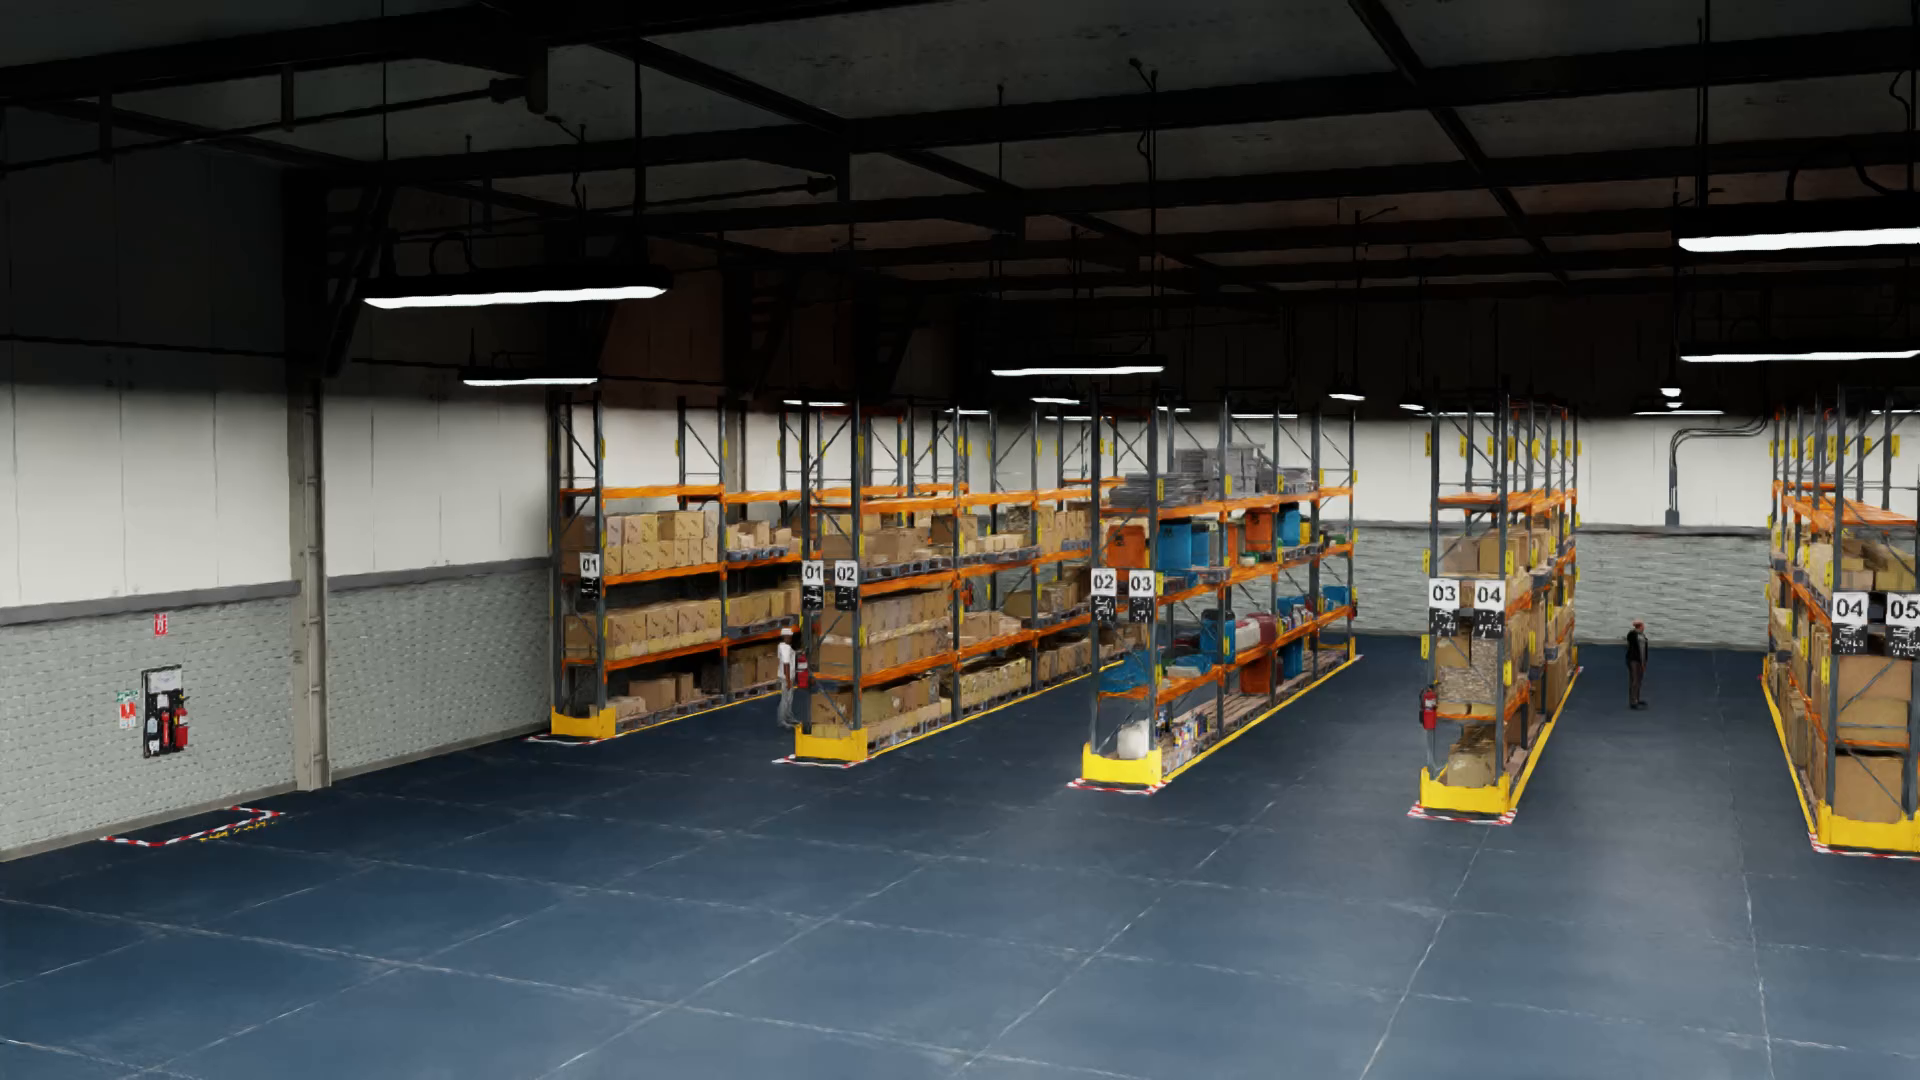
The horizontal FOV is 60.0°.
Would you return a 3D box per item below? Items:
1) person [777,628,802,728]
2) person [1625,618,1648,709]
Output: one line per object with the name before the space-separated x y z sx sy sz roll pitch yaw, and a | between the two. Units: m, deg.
person | -3.056 2.459 29.820 0.452 1.759 0.632 0 3 -7
person | 13.065 2.358 31.981 0.463 1.729 0.598 0 3 -1
